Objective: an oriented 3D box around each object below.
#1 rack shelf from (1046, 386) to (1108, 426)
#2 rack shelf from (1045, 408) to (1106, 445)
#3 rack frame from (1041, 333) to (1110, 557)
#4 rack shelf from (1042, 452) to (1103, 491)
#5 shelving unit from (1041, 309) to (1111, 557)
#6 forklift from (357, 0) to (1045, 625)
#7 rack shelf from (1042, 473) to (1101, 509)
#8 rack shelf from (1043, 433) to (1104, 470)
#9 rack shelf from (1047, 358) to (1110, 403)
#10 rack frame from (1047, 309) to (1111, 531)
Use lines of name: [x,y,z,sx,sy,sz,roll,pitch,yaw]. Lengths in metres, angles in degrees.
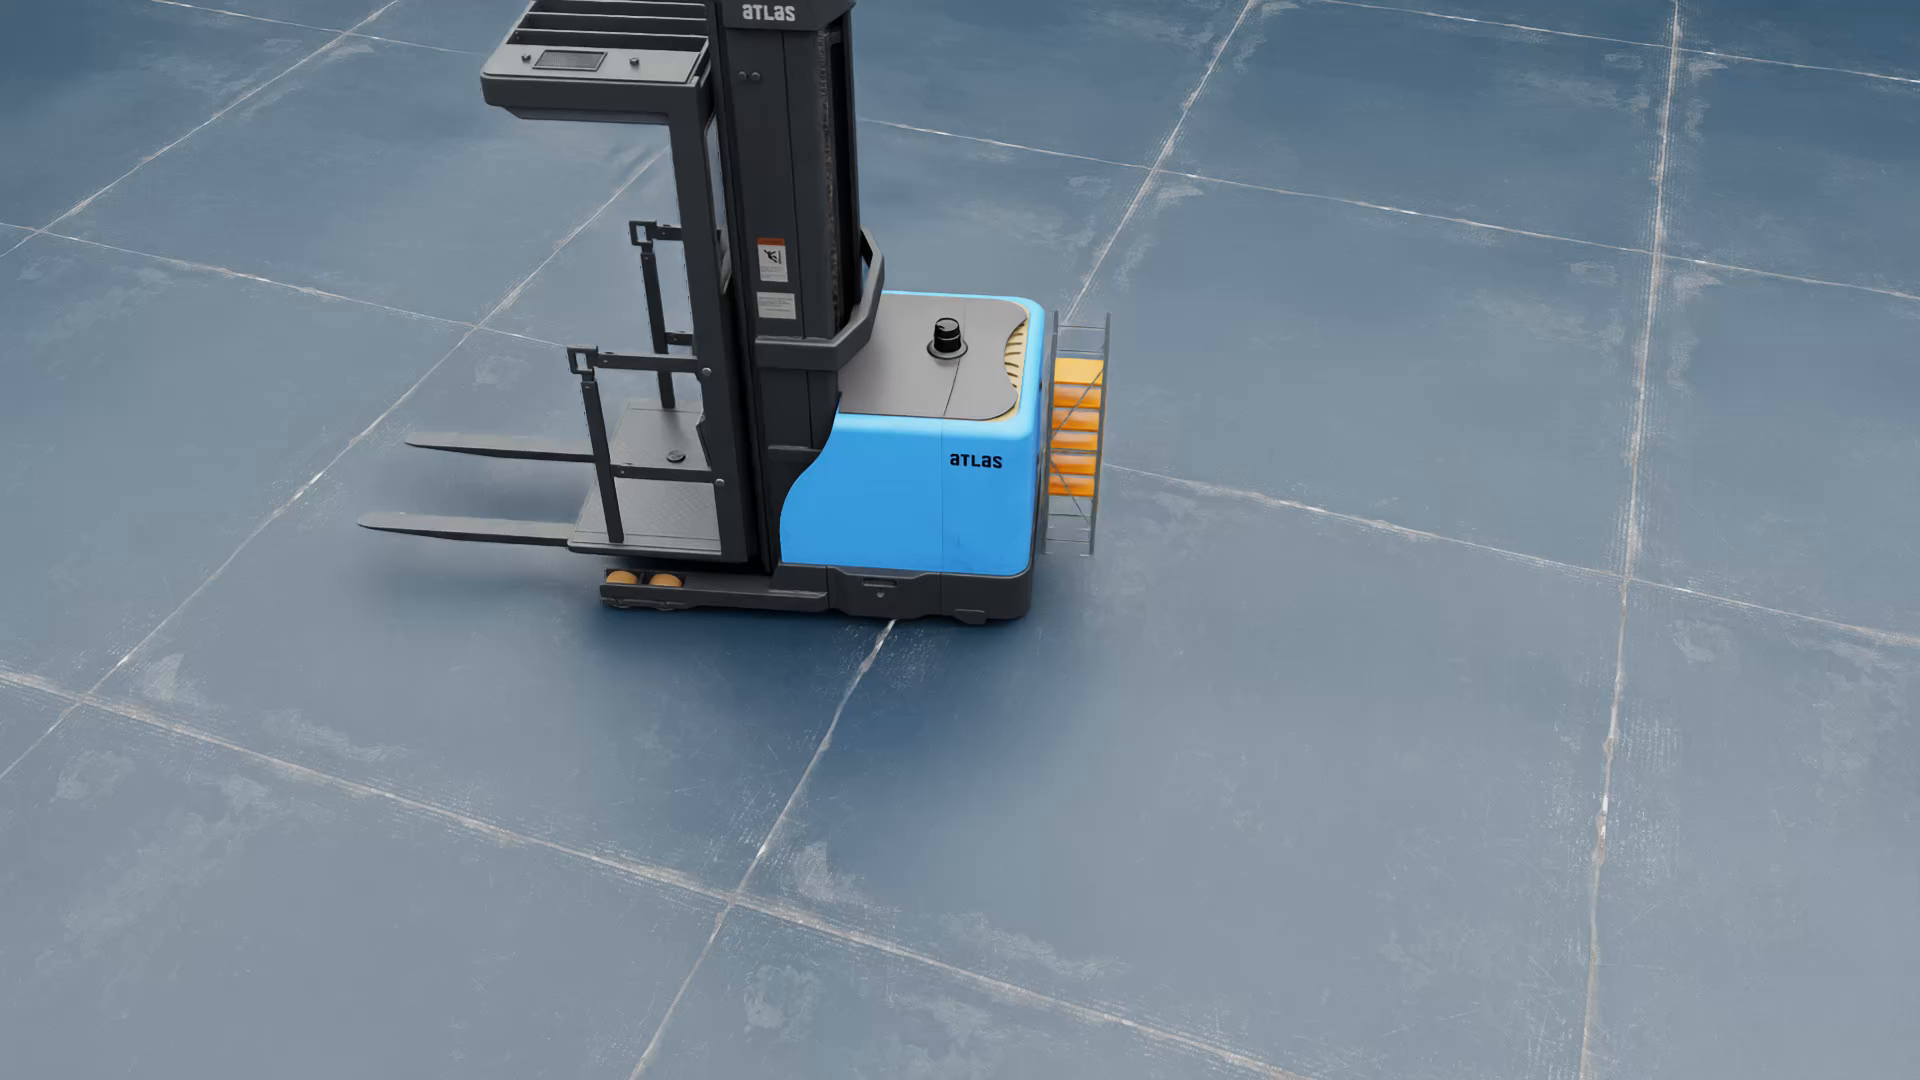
rack shelf: [0.504,-0.595,7.174,0.258,0.103,0.180,4,41,4]
rack shelf: [0.503,-0.504,7.252,0.258,0.103,0.180,4,41,4]
rack frame: [0.494,-0.387,7.232,0.240,1.200,0.006,4,41,4]
rack shelf: [0.501,-0.321,7.408,0.258,0.103,0.180,4,41,4]
shelving unit: [0.502,-0.446,7.301,0.258,1.200,0.189,4,41,4]
forklift: [-1.164,-1.141,6.783,3.031,2.935,1.130,3,41,4]
rack shelf: [0.500,-0.230,7.486,0.258,0.103,0.180,4,41,4]
rack shelf: [0.502,-0.413,7.330,0.258,0.103,0.180,4,41,4]
rack shelf: [0.505,-0.686,7.096,0.258,0.103,0.180,4,41,4]
rack frame: [0.511,-0.505,7.370,0.240,1.200,0.006,4,41,4]
